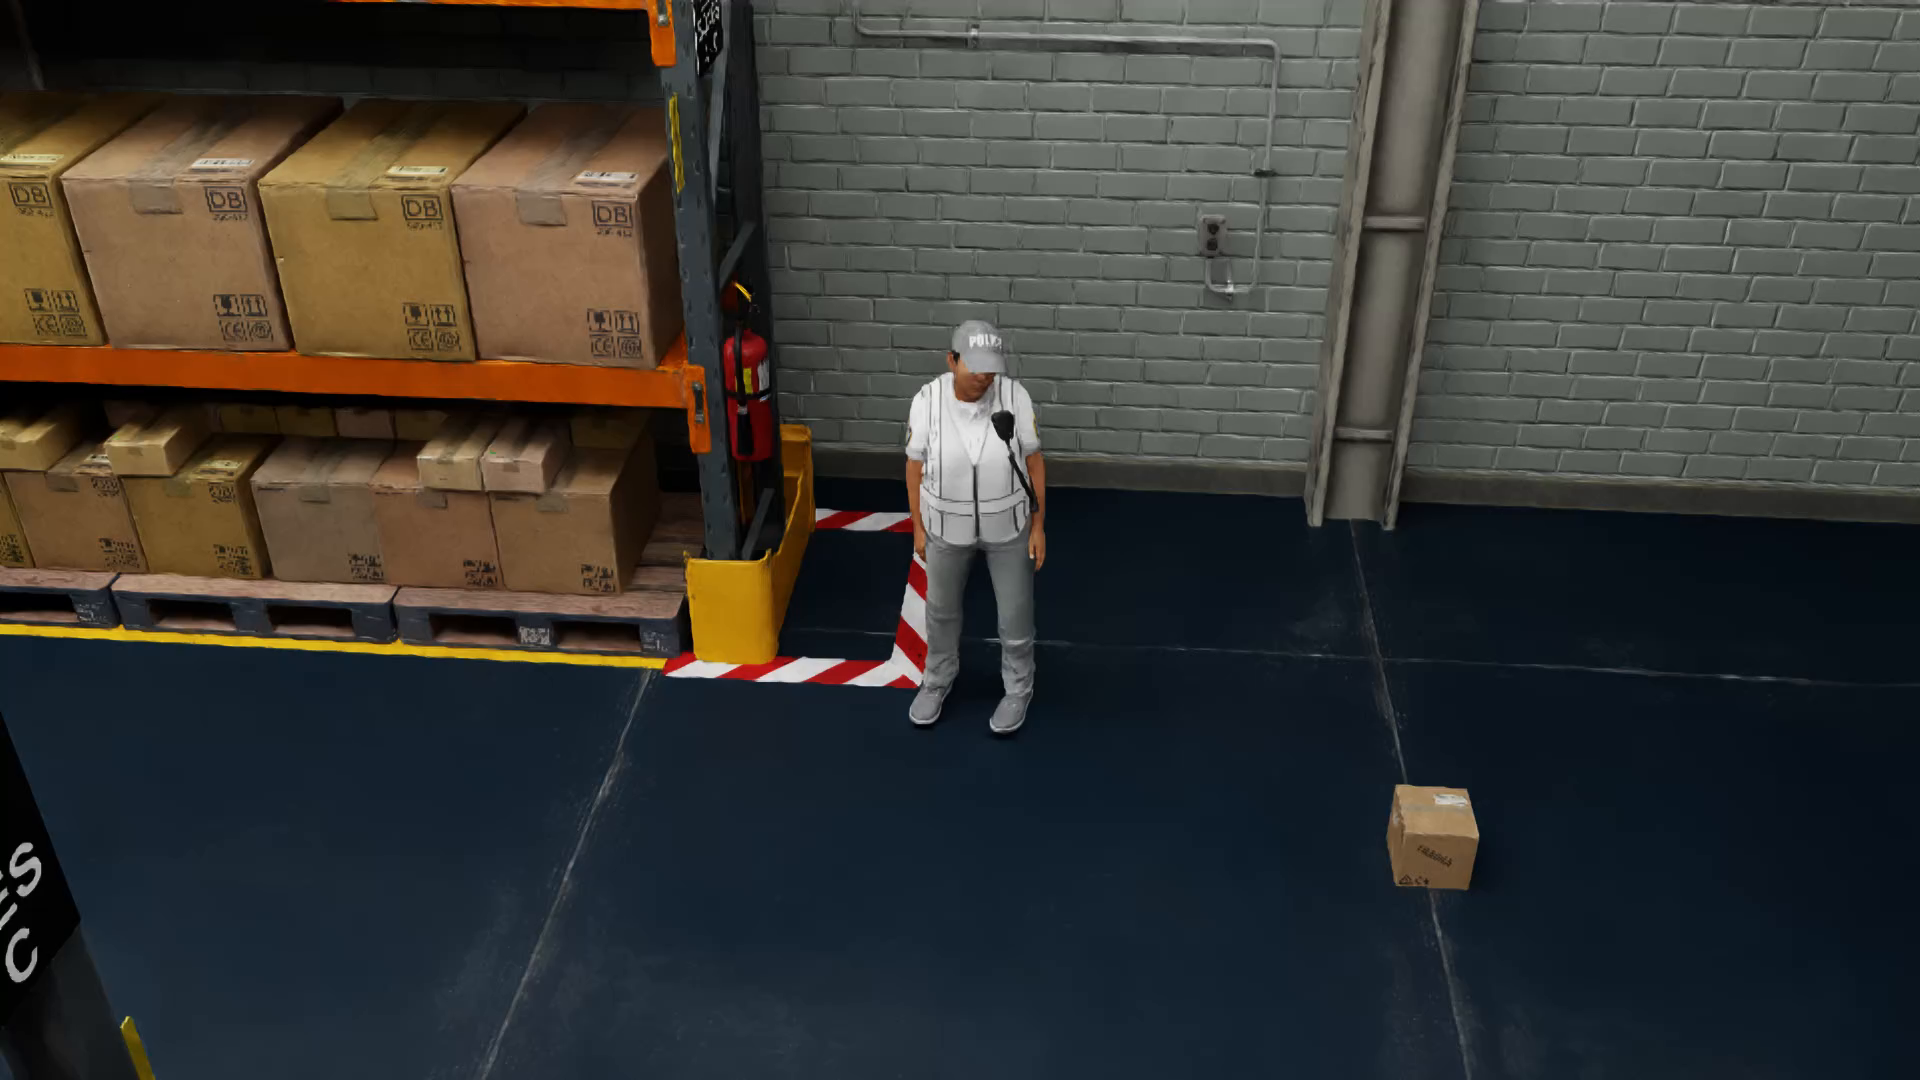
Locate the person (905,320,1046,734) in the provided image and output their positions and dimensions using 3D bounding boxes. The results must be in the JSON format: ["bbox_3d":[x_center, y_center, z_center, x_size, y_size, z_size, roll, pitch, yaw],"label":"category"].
[{"bbox_3d":[0.060,-0.046,6.171,0.520,1.672,0.399,1,32,1],"label":"person"}]
